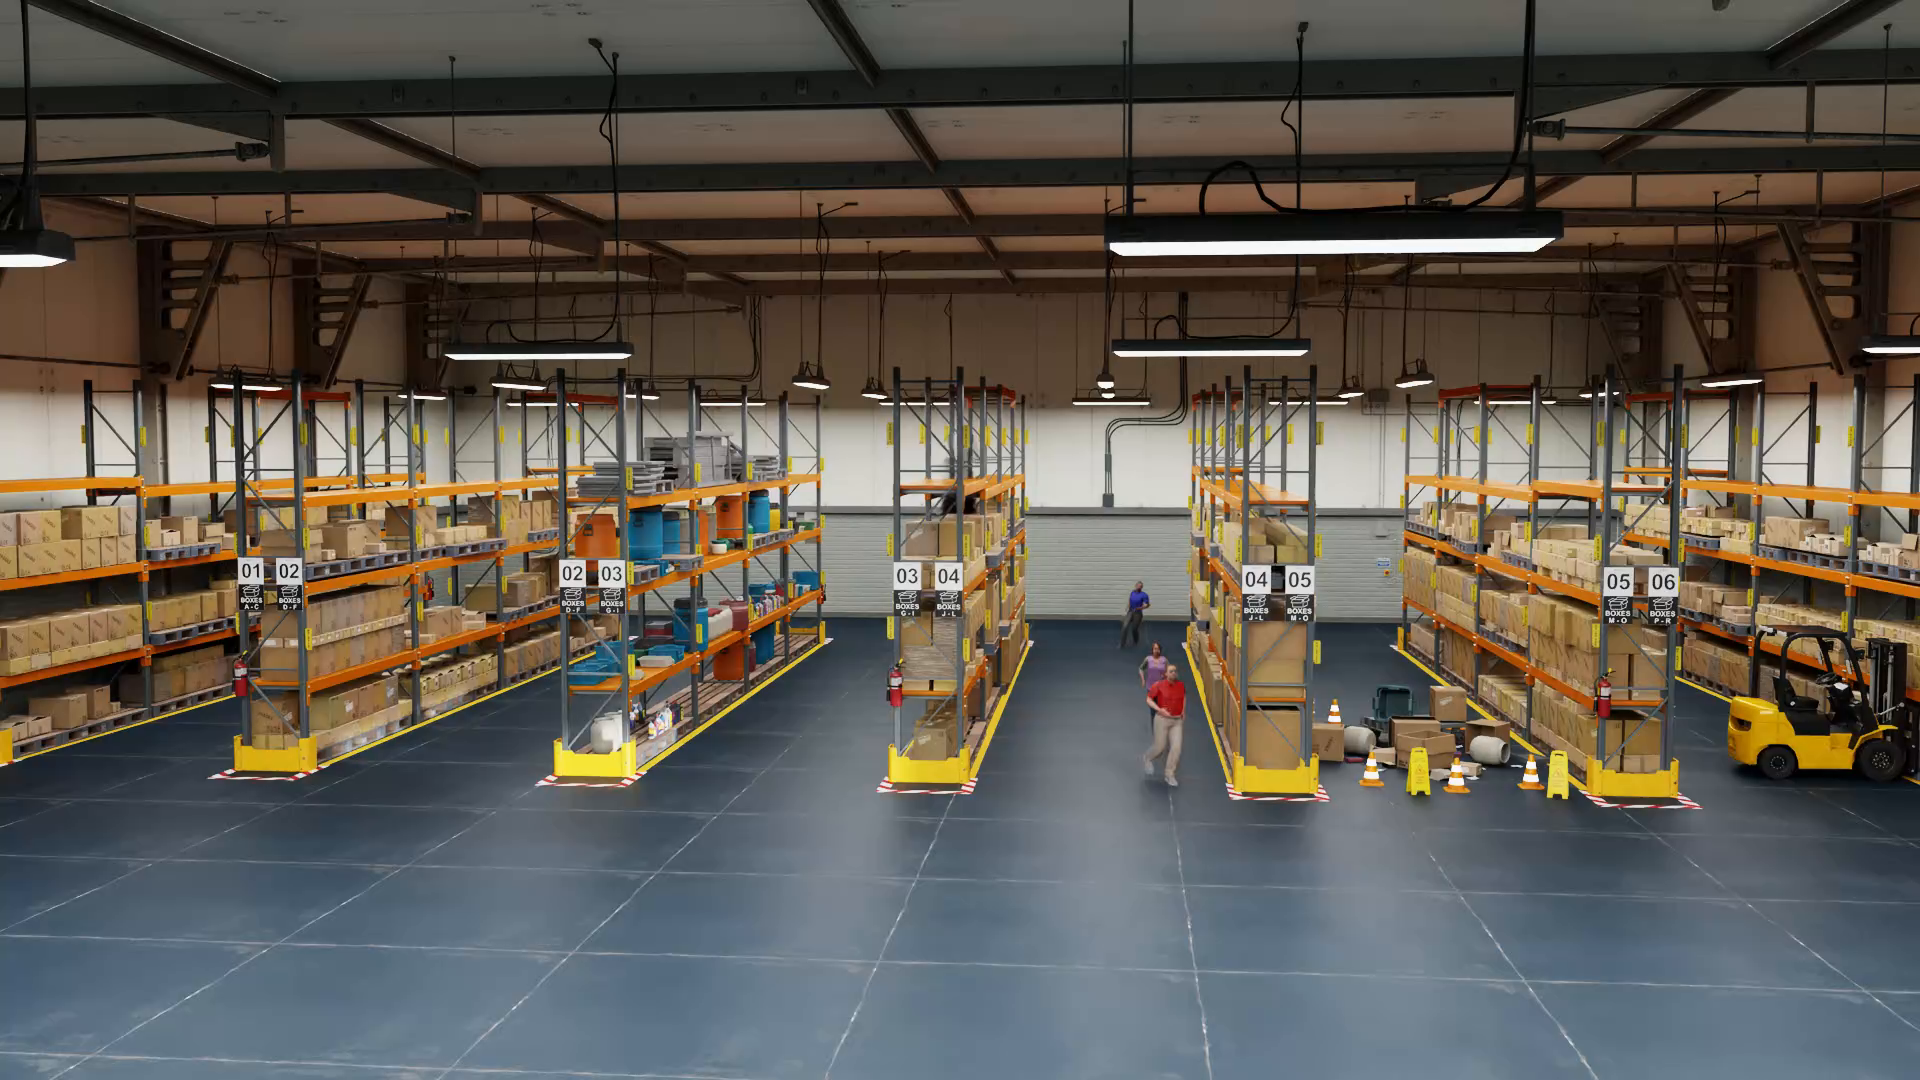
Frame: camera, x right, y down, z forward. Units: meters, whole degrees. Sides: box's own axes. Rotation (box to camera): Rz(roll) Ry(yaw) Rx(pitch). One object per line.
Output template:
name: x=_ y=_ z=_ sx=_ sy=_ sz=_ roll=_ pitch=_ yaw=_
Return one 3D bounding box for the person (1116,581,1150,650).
person: x=4.165 y=1.815 z=39.286 sx=0.705 sy=1.536 sz=0.840 roll=2 pitch=4 yaw=32

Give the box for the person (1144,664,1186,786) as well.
person: x=3.018 y=2.659 z=24.188 sx=0.673 sy=1.725 sz=0.826 roll=-1 pitch=4 yaw=-16

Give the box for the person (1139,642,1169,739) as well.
person: x=3.249 y=2.481 z=27.595 sx=0.543 sy=1.576 sz=0.877 roll=0 pitch=4 yaw=0
